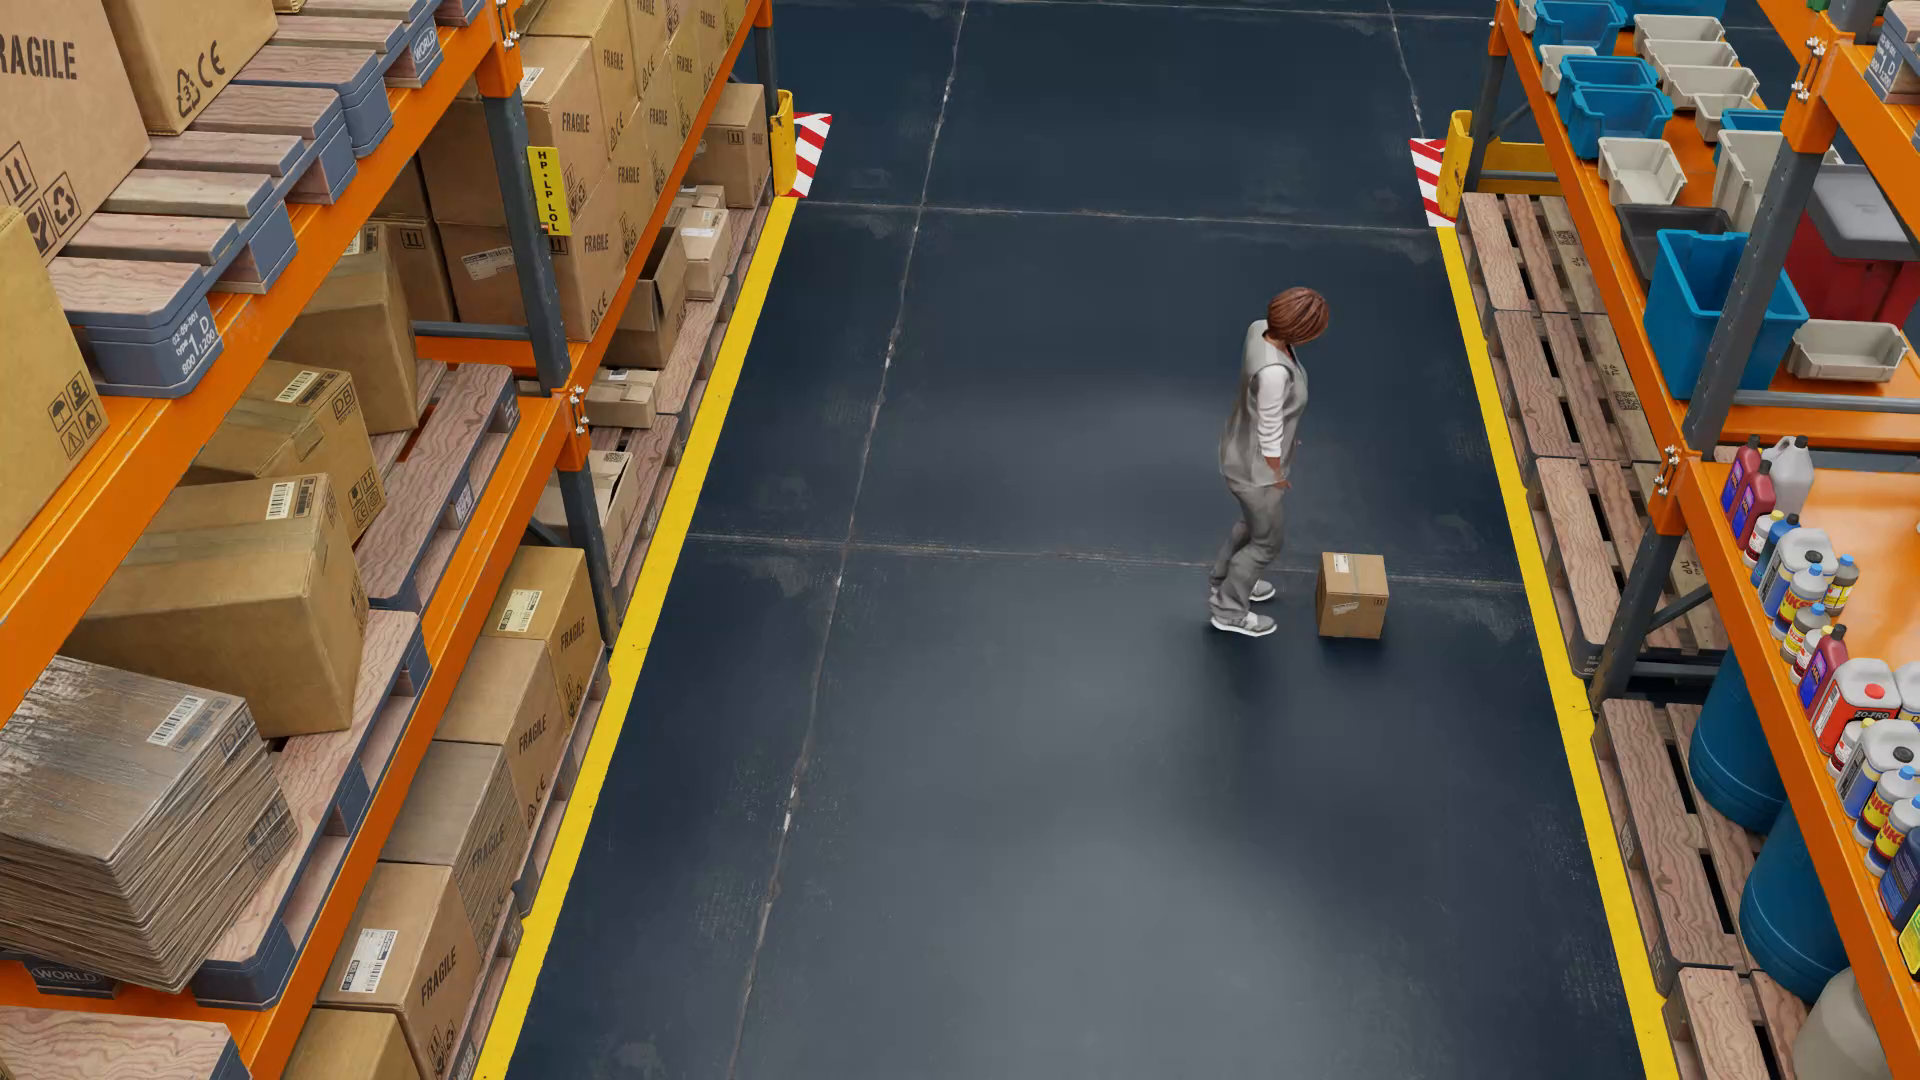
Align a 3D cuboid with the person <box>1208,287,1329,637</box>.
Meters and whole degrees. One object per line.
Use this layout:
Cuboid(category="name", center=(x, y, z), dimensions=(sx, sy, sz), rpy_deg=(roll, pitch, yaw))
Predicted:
Cuboid(category="person", center=(1.185, -0.310, 6.561), dimensions=(0.340, 1.562, 0.417), rpy_deg=(4, 41, 5))
